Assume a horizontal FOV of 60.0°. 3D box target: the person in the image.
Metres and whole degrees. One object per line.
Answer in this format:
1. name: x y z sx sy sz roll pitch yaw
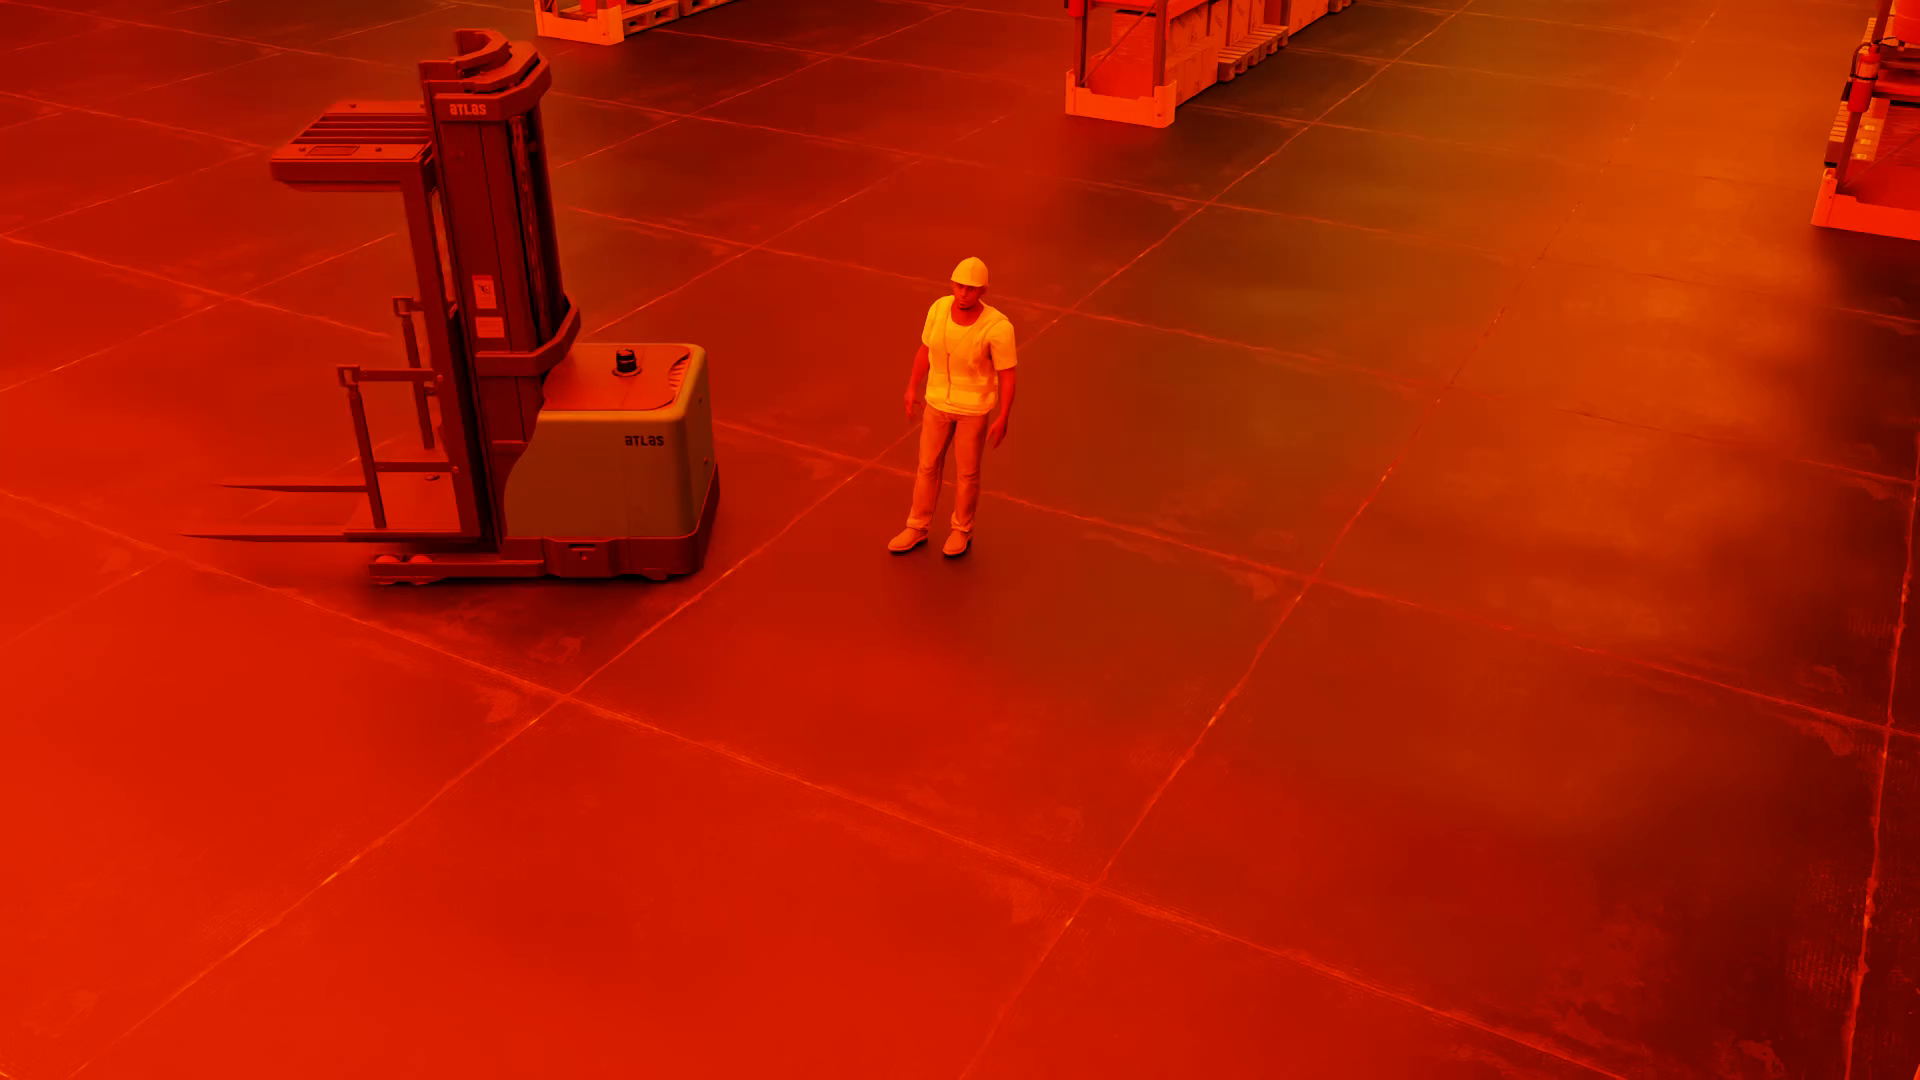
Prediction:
1. person: -0.039 -0.743 9.508 0.665 1.765 0.577 15 33 25

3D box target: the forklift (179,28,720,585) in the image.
1. forklift: -3.008 -1.276 9.281 3.031 2.935 1.130 0 30 0
